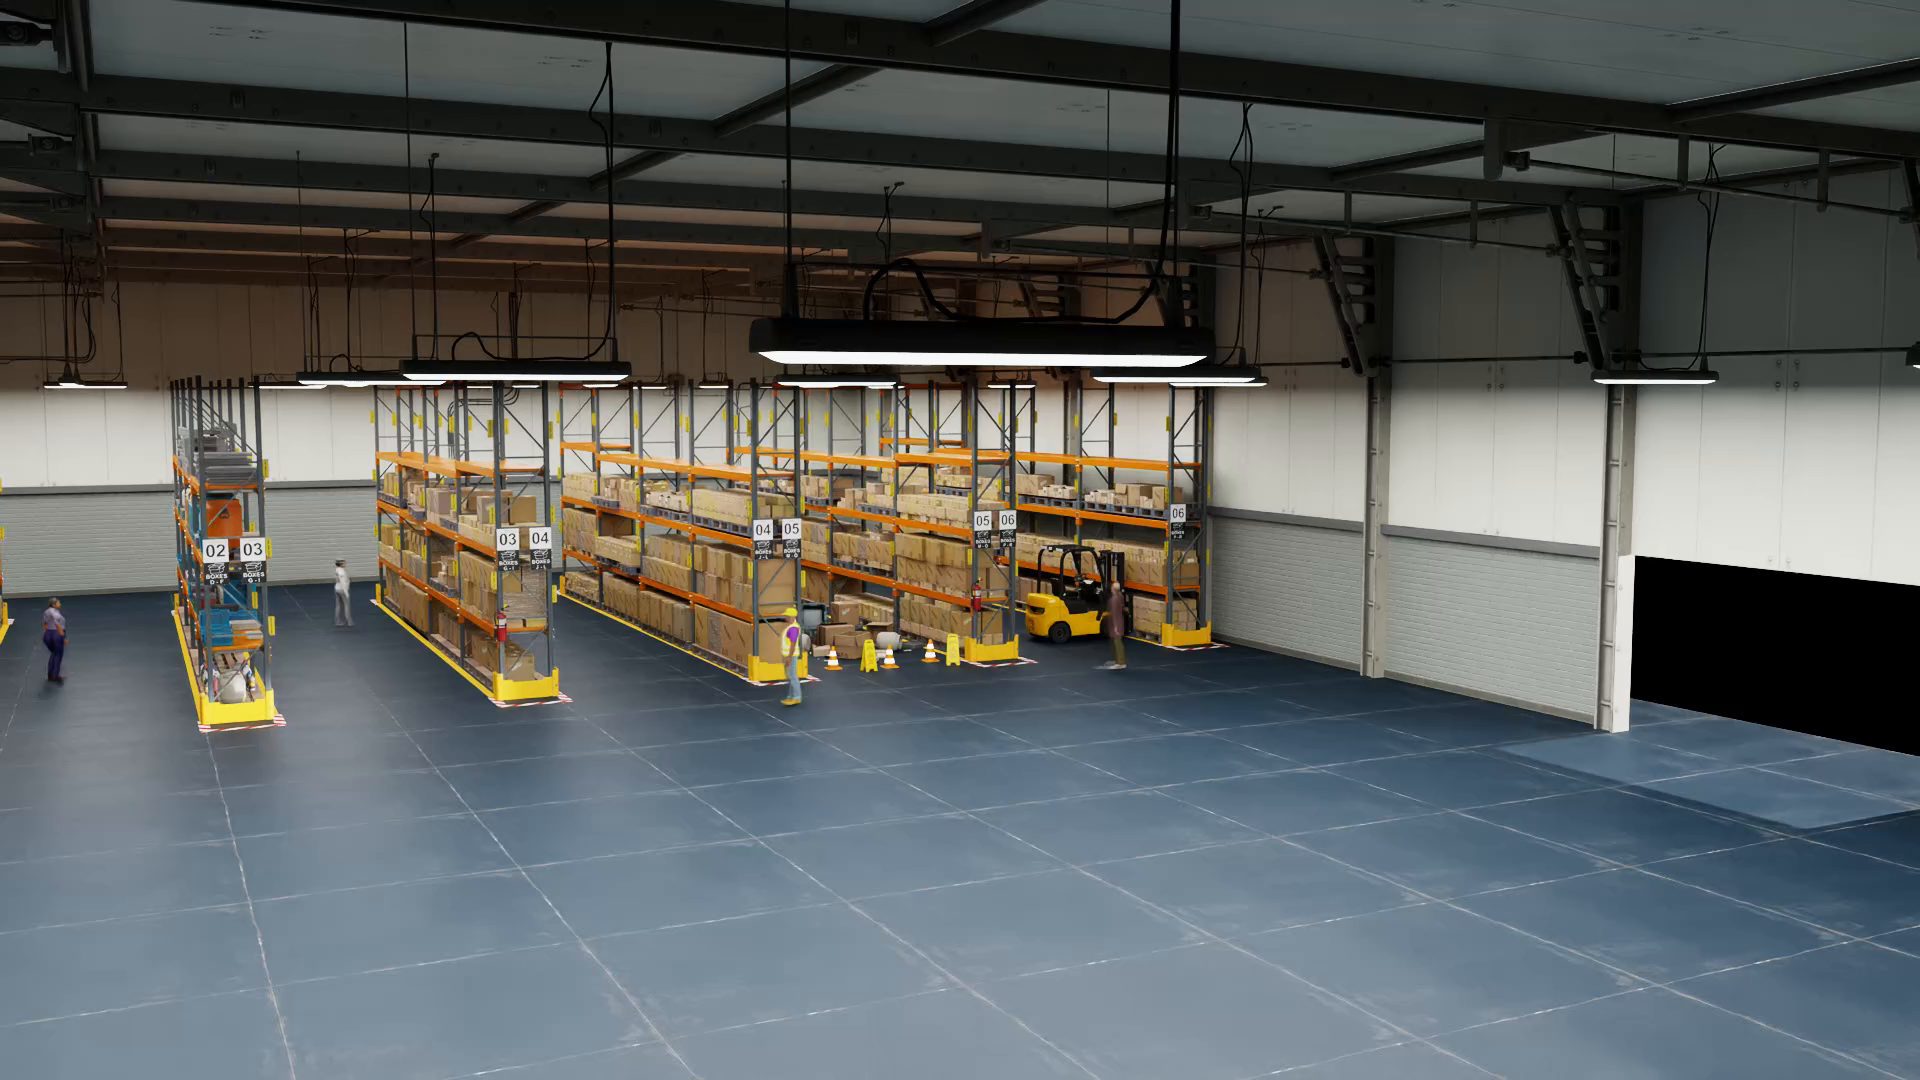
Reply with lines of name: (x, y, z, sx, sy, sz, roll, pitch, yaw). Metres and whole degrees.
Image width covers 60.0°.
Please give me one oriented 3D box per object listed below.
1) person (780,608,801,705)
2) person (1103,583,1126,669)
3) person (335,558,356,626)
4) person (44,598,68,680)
person: (-3.109, 2.133, 30.496, 0.360, 1.784, 0.631, -1, 5, -15)
person: (3.203, 1.860, 34.459, 0.479, 1.613, 0.767, 0, 5, 6)
person: (-15.046, 1.269, 40.666, 0.541, 1.665, 0.414, 5, 7, 43)
person: (-17.952, 1.974, 33.019, 0.505, 1.684, 0.466, 1, 5, 11)
